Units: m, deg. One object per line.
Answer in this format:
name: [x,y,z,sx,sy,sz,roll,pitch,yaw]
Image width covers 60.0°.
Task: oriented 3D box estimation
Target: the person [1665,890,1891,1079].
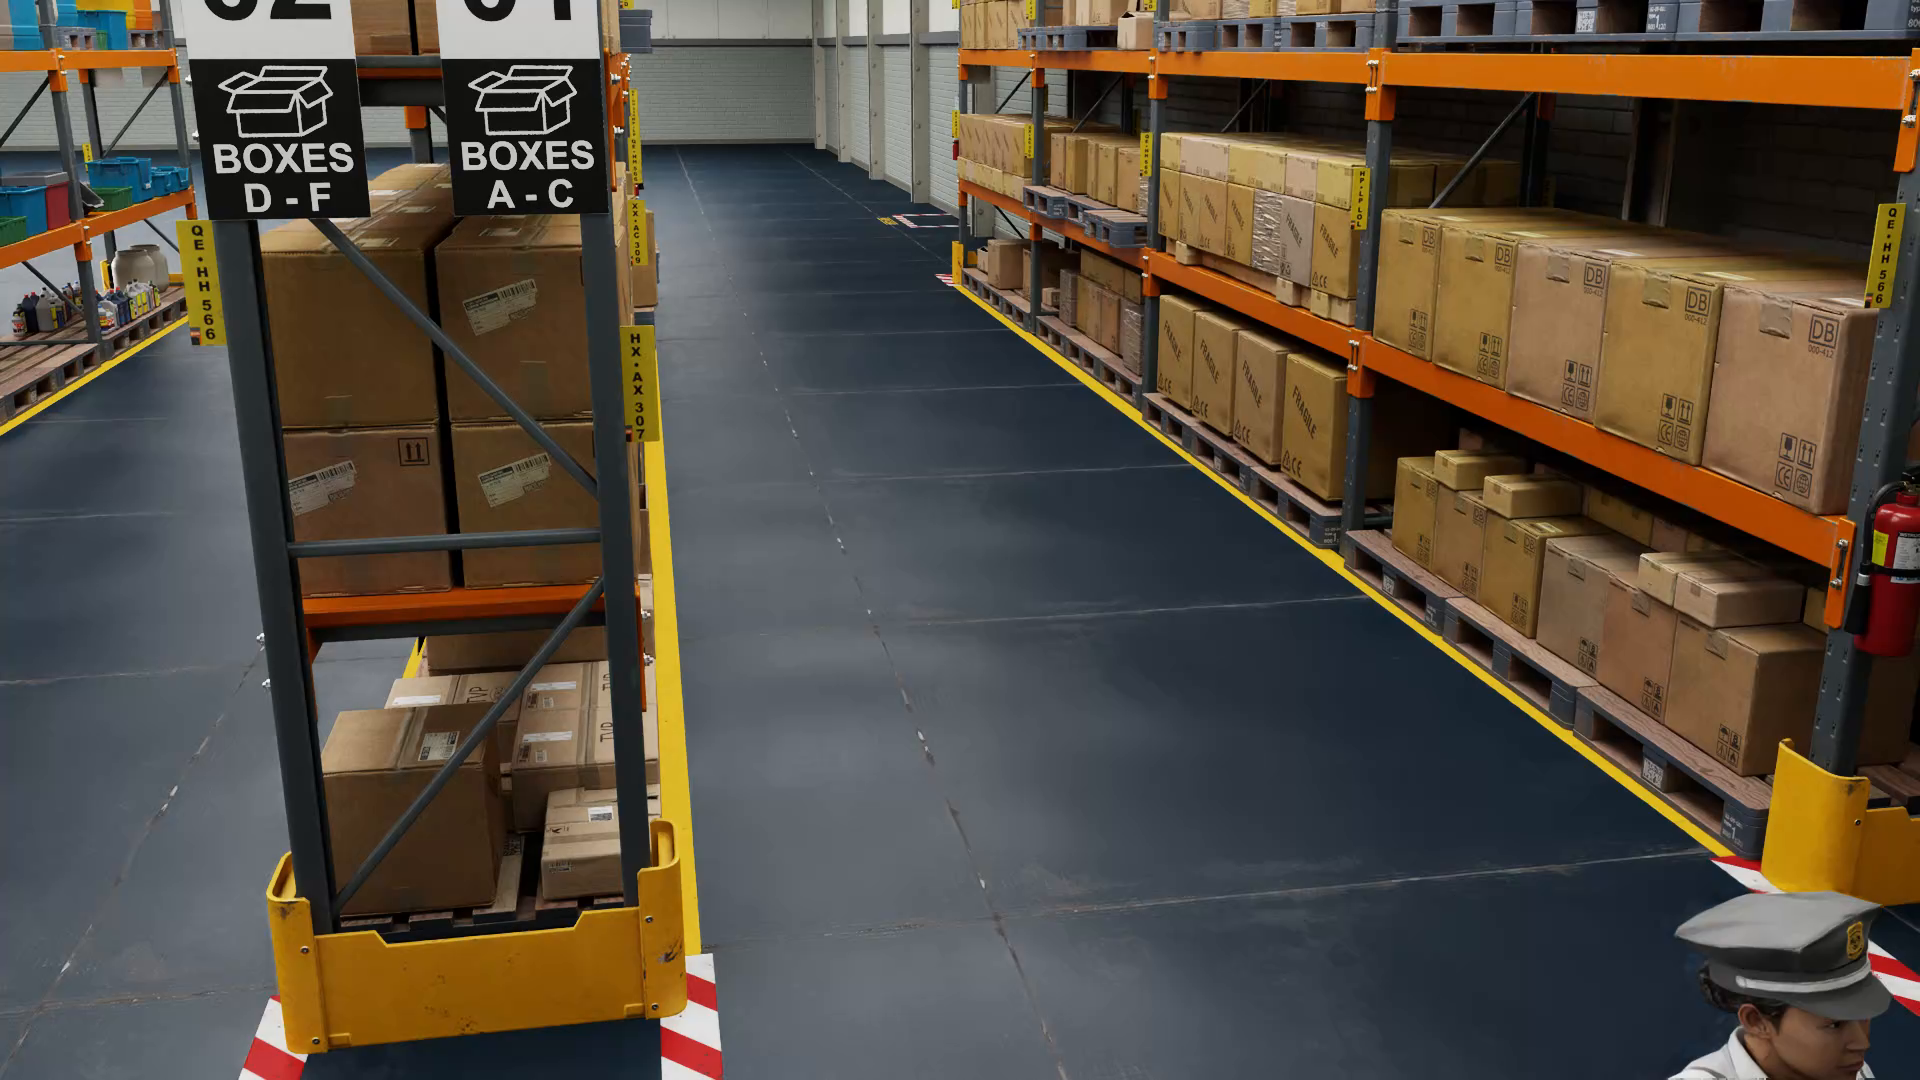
person: [1.193,1.335,2.513,0.499,1.746,0.519,-6,18,-21]
